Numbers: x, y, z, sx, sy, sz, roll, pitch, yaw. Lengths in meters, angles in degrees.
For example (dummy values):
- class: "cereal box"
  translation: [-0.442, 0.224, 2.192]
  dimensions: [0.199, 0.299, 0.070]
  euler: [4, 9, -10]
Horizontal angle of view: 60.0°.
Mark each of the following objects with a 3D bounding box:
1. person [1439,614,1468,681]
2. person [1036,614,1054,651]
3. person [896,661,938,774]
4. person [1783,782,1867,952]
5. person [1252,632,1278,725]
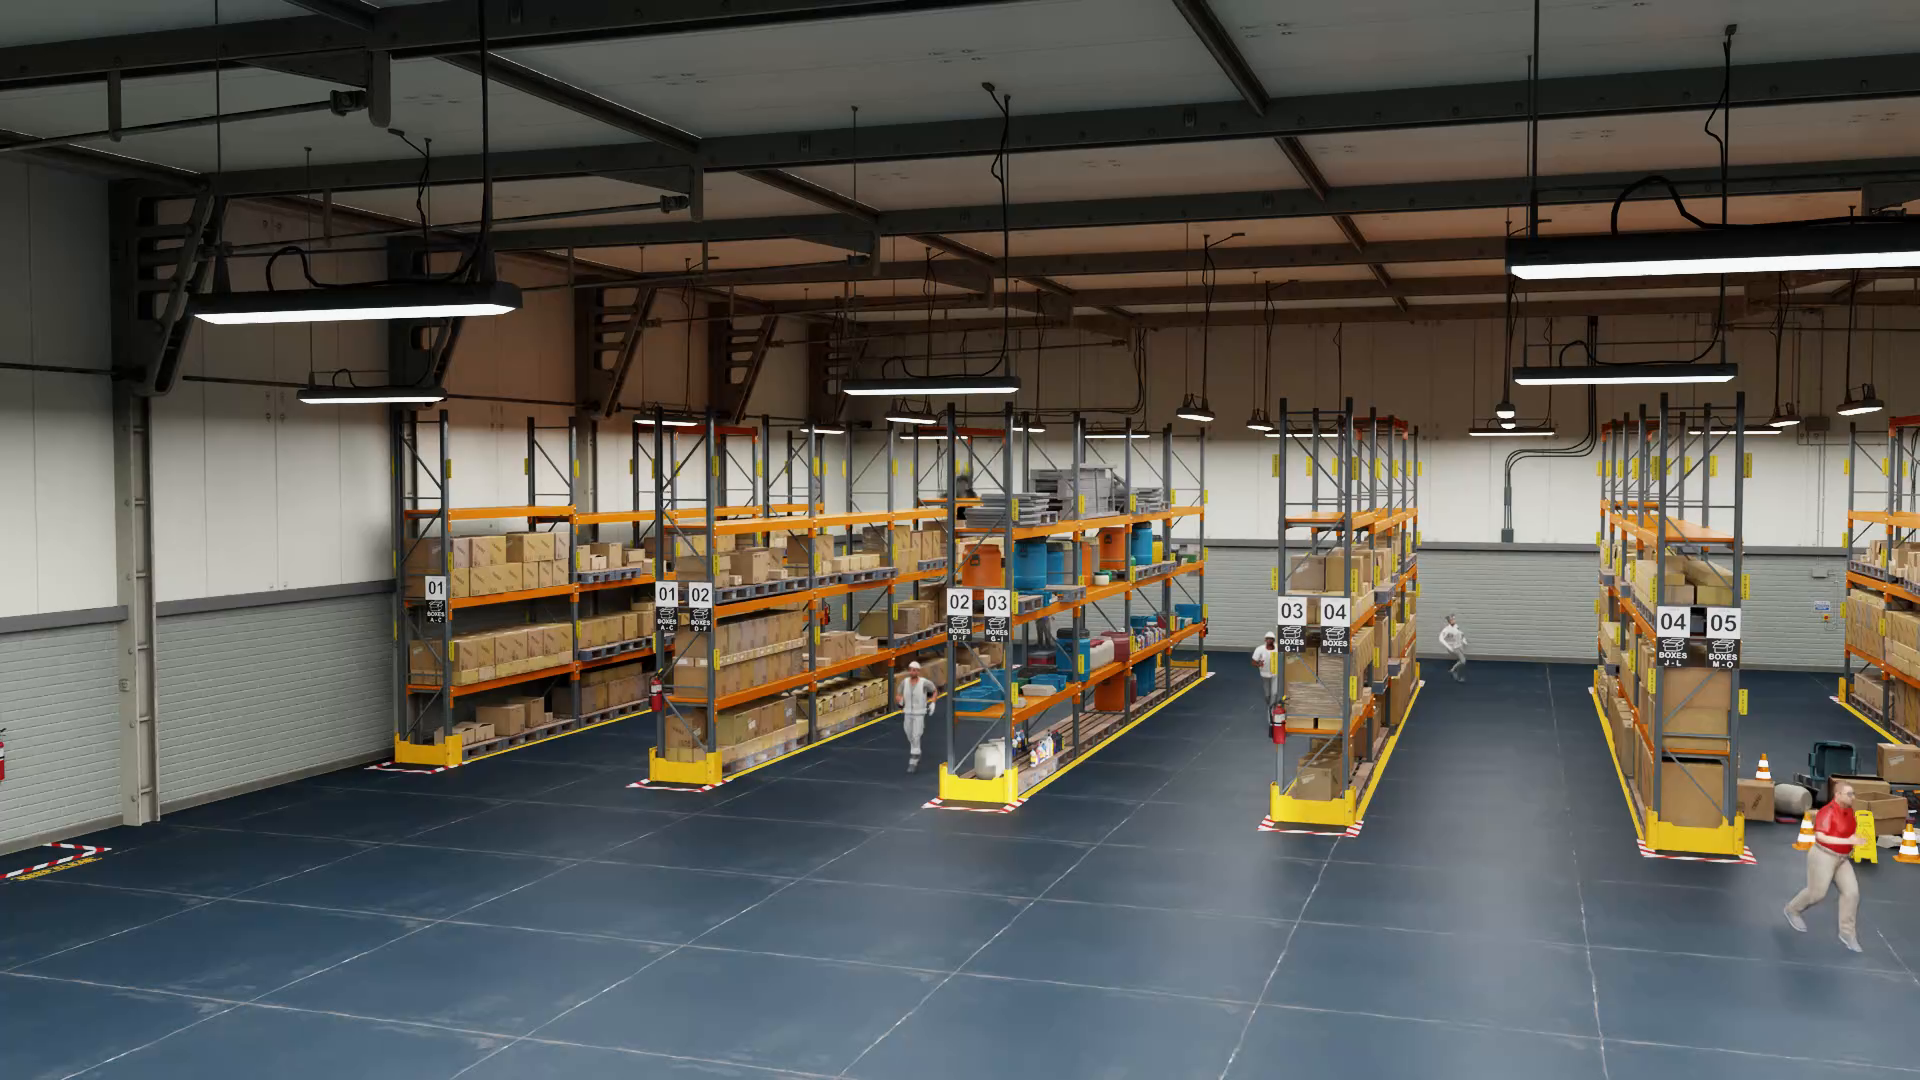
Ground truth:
- class: "person"
  translation: [11.640, 2.534, 38.997]
  dimensions: [0.713, 1.603, 0.511]
  euler: [-2, 3, -40]
- class: "person"
  translation: [2.056, 2.164, 41.666]
  dimensions: [0.611, 1.738, 0.724]
  euler: [-1, 3, -15]
- class: "person"
  translation: [-0.737, 2.912, 27.620]
  dimensions: [0.685, 1.806, 0.884]
  euler: [1, 3, 19]
- class: "person"
  translation: [9.155, 3.421, 17.567]
  dimensions: [0.677, 1.791, 0.952]
  euler: [-1, 3, -27]
- class: "person"
  translation: [6.156, 2.722, 32.970]
  dimensions: [0.729, 1.828, 0.911]
  euler: [1, 3, 13]
